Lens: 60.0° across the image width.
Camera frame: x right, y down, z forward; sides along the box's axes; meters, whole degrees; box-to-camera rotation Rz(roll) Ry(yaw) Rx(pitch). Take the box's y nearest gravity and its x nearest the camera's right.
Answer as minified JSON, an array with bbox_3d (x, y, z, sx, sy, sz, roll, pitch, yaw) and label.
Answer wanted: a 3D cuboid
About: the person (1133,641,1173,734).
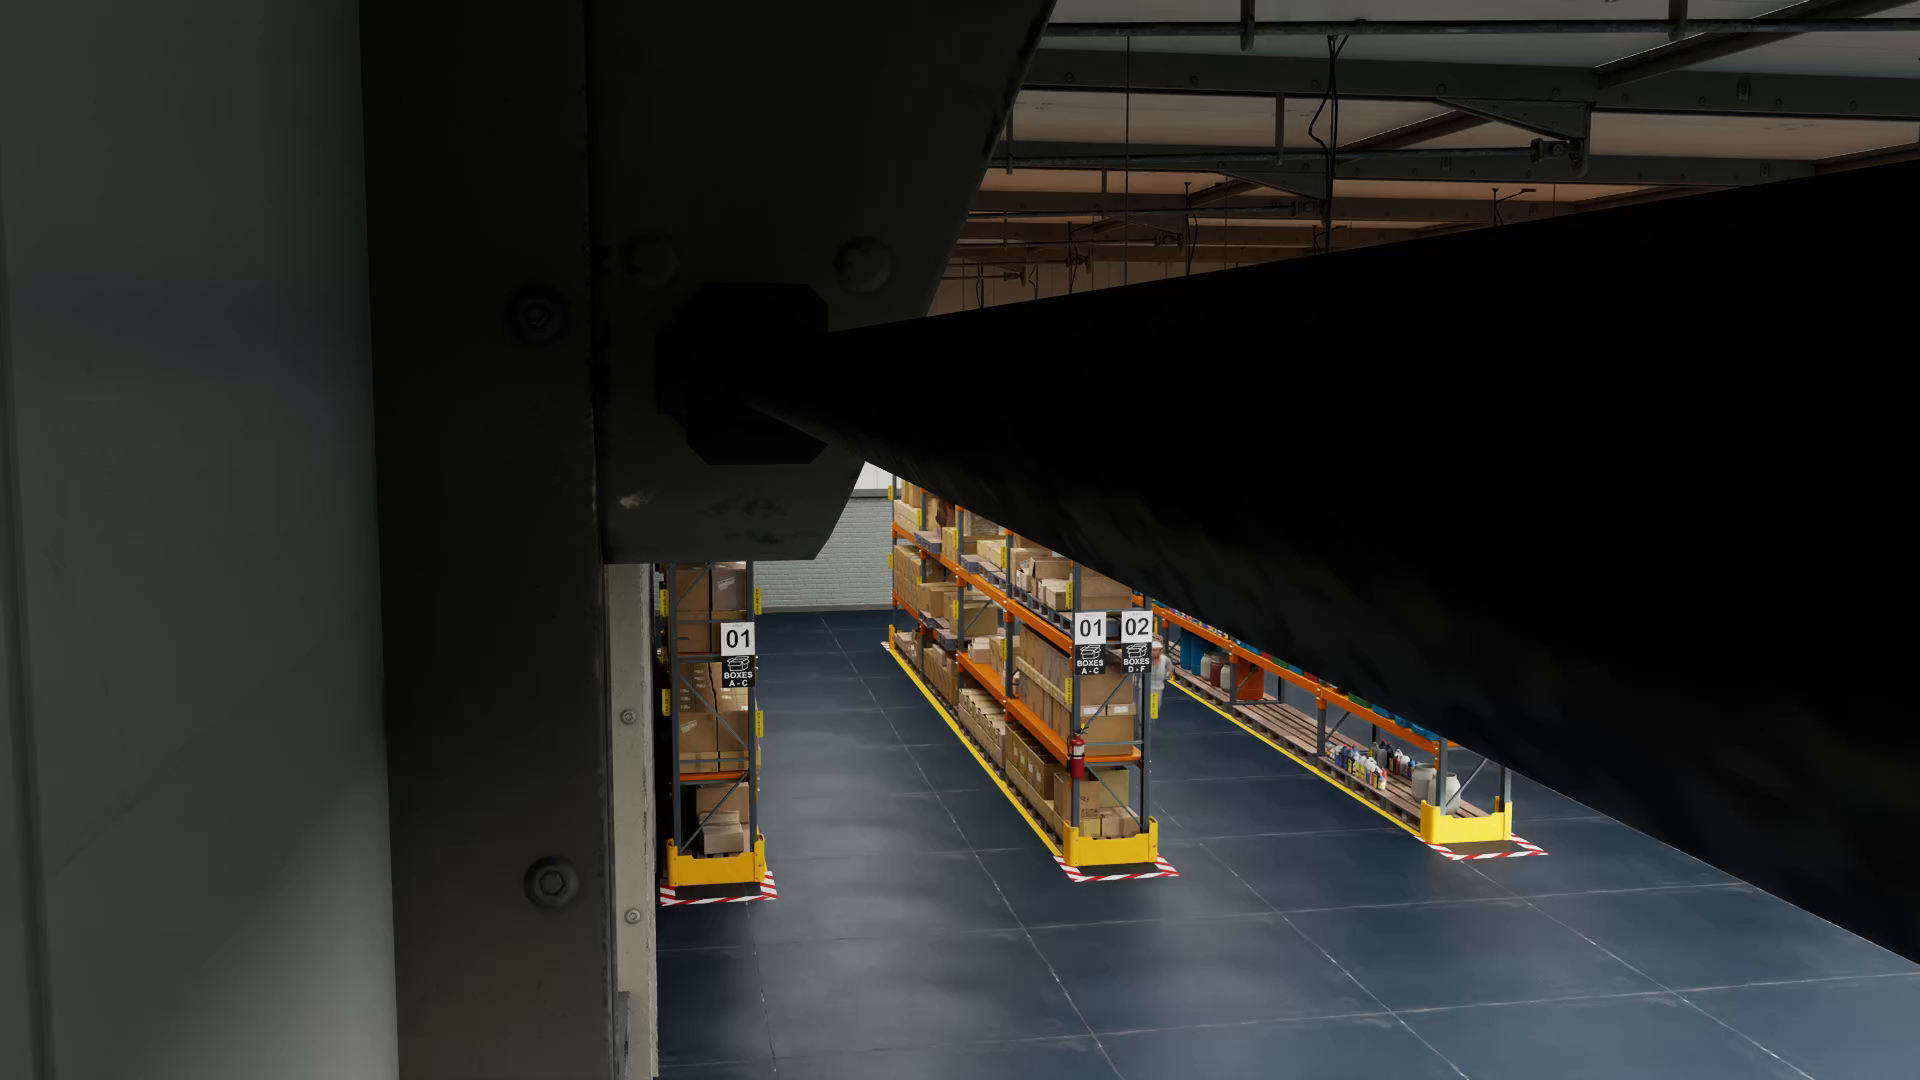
[{"bbox_3d":[3.179,2.485,27.523,0.643,1.701,0.877,-2,6,-14],"label":"person"}]

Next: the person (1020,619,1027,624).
[{"bbox_3d":[1.432,1.747,34.784,0.625,1.654,0.724,-2,6,-17],"label":"person"}]
